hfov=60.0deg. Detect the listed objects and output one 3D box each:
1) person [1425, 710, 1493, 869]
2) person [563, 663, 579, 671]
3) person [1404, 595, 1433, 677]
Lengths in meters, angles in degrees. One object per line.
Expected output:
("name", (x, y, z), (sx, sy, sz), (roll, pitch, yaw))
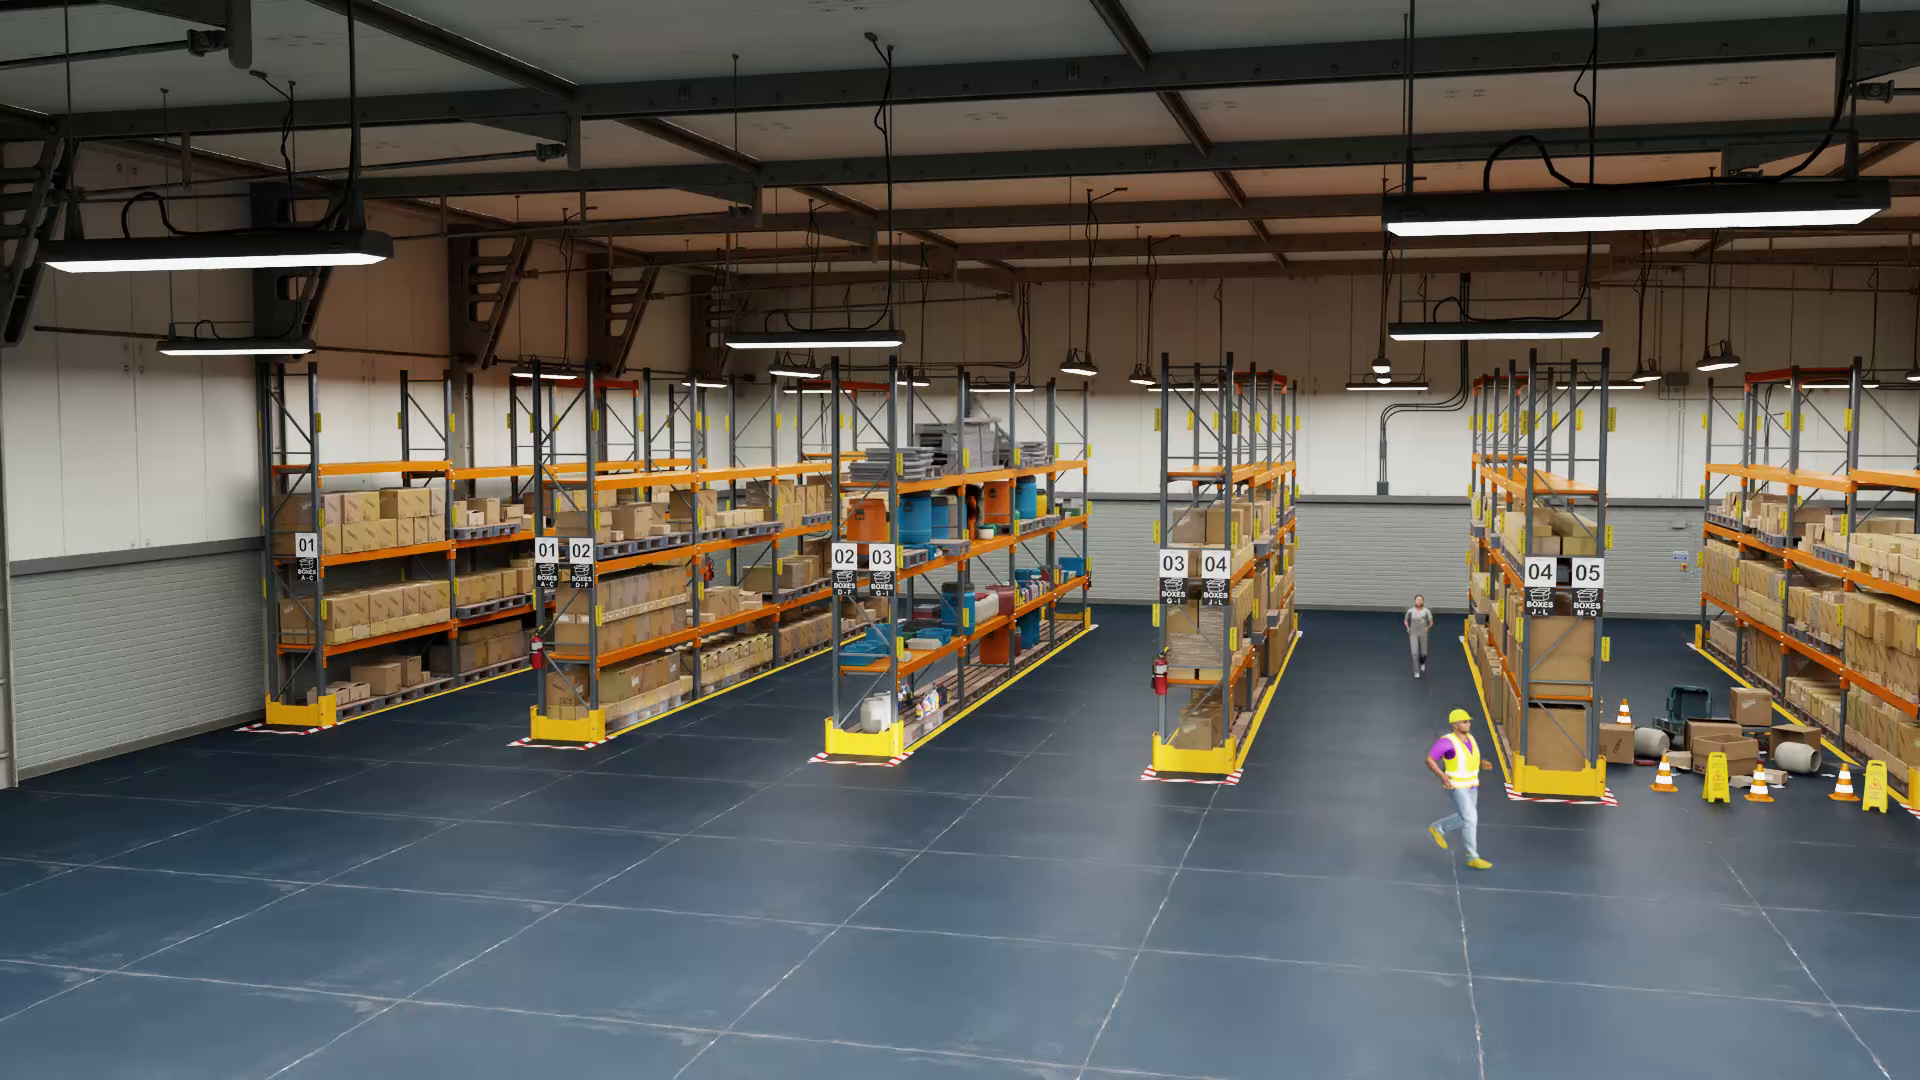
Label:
("person", (5.677, 2.794, 18.887), (0.713, 1.747, 0.931), (-3, 5, -37))
("person", (-7.175, 1.935, 30.940), (0.673, 1.755, 0.944), (0, 4, 7))
("person", (9.039, 1.898, 32.818), (0.564, 1.586, 0.625), (1, 4, 16))
